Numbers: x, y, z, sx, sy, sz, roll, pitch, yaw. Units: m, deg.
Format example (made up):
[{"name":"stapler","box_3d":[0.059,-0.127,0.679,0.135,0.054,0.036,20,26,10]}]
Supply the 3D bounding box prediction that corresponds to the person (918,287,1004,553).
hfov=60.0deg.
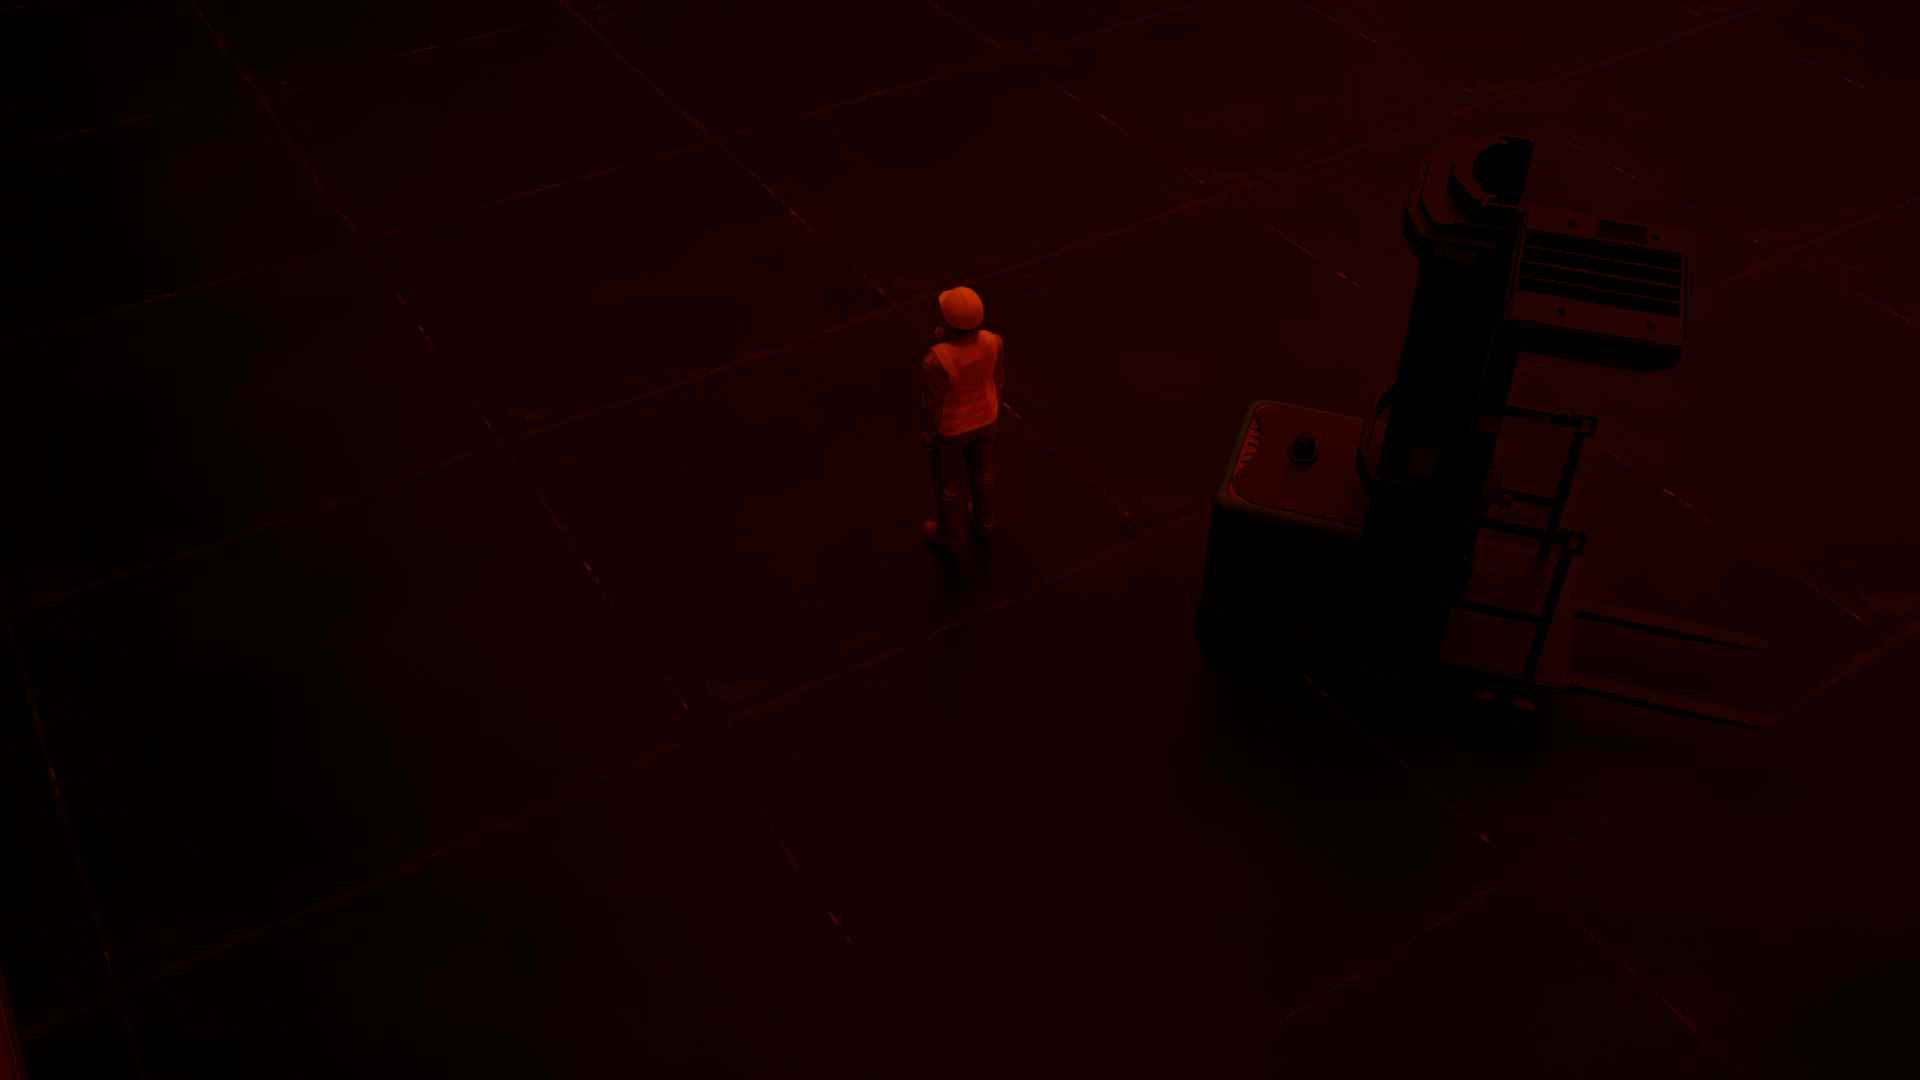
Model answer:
[{"name":"person","box_3d":[-0.008,-0.693,9.485,0.525,1.775,0.373,-23,46,-24]}]

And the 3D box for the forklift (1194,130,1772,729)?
[{"name":"forklift","box_3d":[2.897,-0.490,8.431,3.031,2.935,1.130,13,43,14]}]
